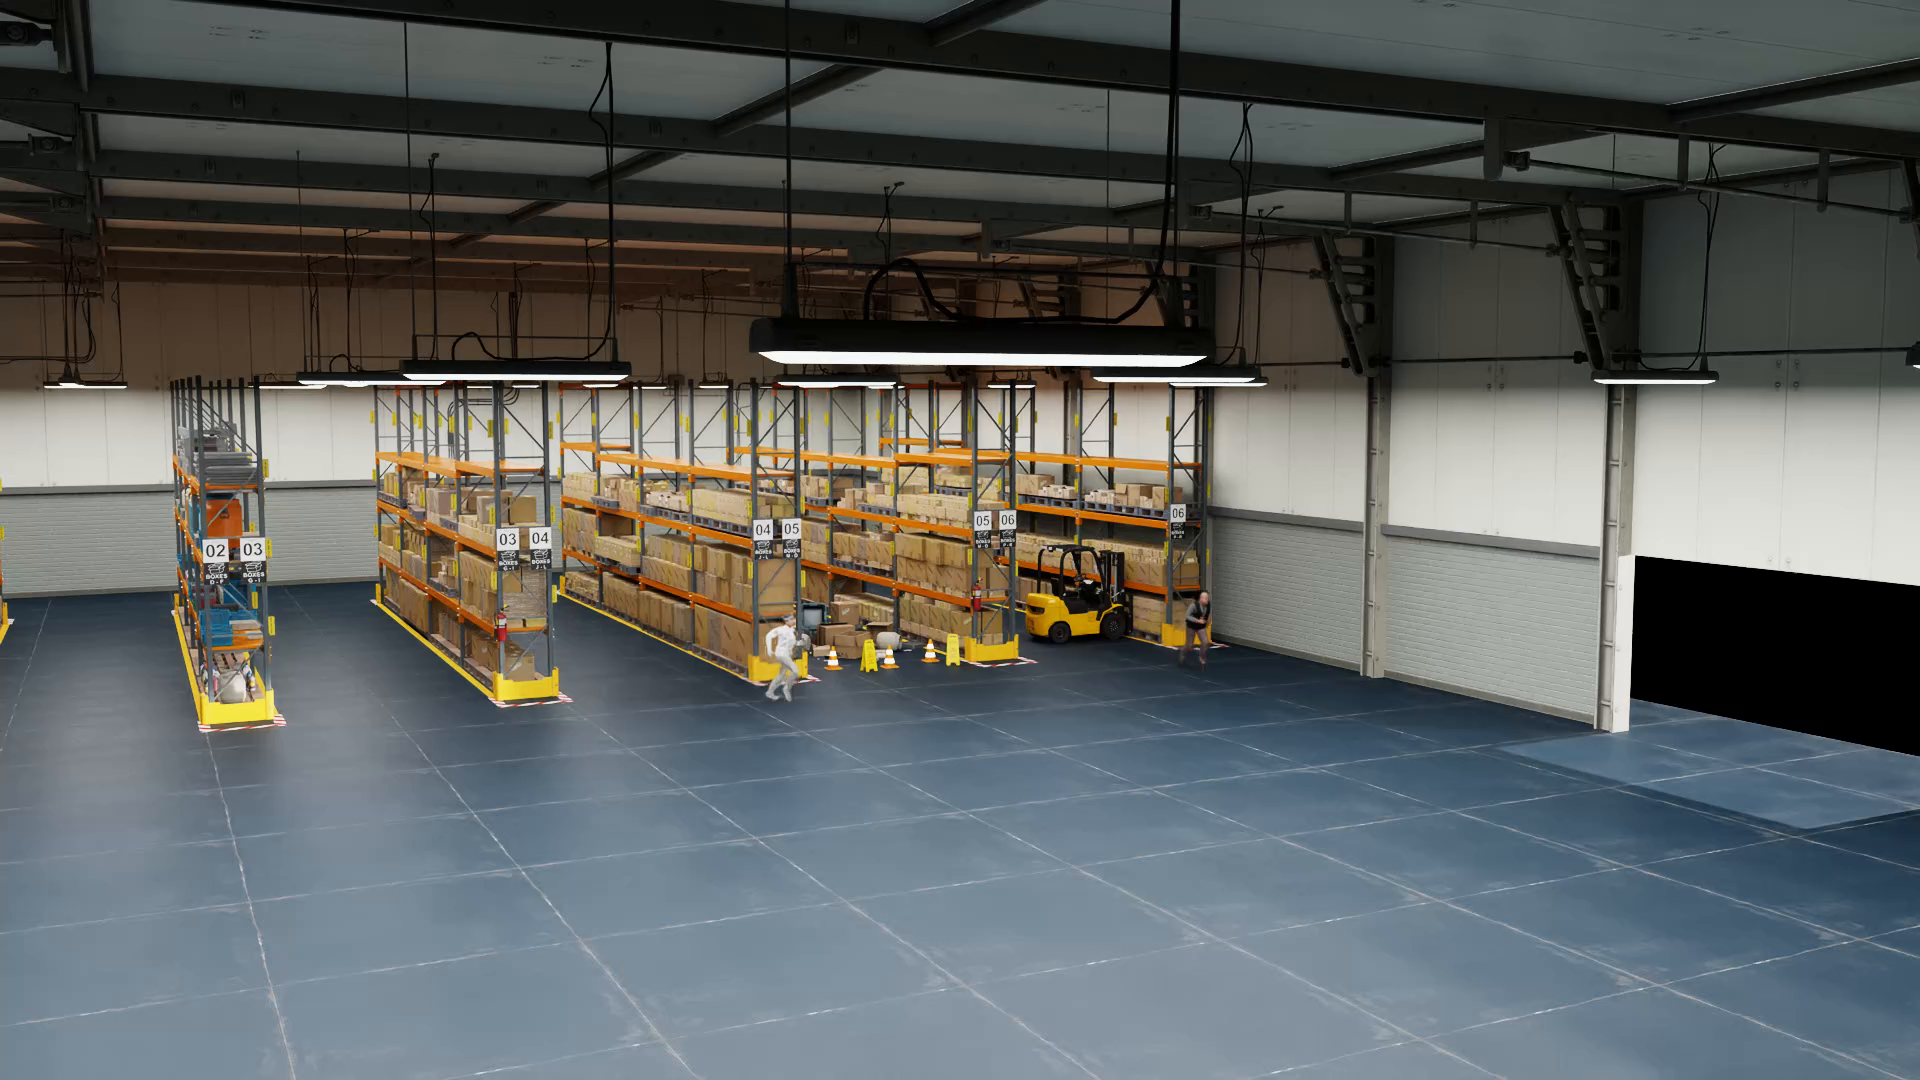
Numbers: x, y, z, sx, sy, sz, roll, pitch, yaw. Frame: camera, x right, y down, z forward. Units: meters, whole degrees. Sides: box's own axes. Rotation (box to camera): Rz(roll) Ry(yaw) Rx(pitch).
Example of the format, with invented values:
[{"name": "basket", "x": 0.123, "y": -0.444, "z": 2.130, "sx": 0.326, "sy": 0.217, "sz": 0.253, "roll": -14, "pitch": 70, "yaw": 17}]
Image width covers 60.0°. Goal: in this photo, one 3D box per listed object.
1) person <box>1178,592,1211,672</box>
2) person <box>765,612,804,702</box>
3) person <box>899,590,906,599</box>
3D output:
[{"name": "person", "x": 4.860, "y": 1.877, "z": 34.435, "sx": 0.701, "sy": 1.680, "sz": 0.987, "roll": -3, "pitch": 6, "yaw": -27}, {"name": "person", "x": -3.237, "y": 2.154, "z": 30.657, "sx": 0.773, "sy": 1.671, "sz": 0.640, "roll": 2, "pitch": 5, "yaw": 21}, {"name": "person", "x": -1.605, "y": 0.900, "z": 43.805, "sx": 0.547, "sy": 1.499, "sz": 0.509, "roll": -4, "pitch": 6, "yaw": -36}]
